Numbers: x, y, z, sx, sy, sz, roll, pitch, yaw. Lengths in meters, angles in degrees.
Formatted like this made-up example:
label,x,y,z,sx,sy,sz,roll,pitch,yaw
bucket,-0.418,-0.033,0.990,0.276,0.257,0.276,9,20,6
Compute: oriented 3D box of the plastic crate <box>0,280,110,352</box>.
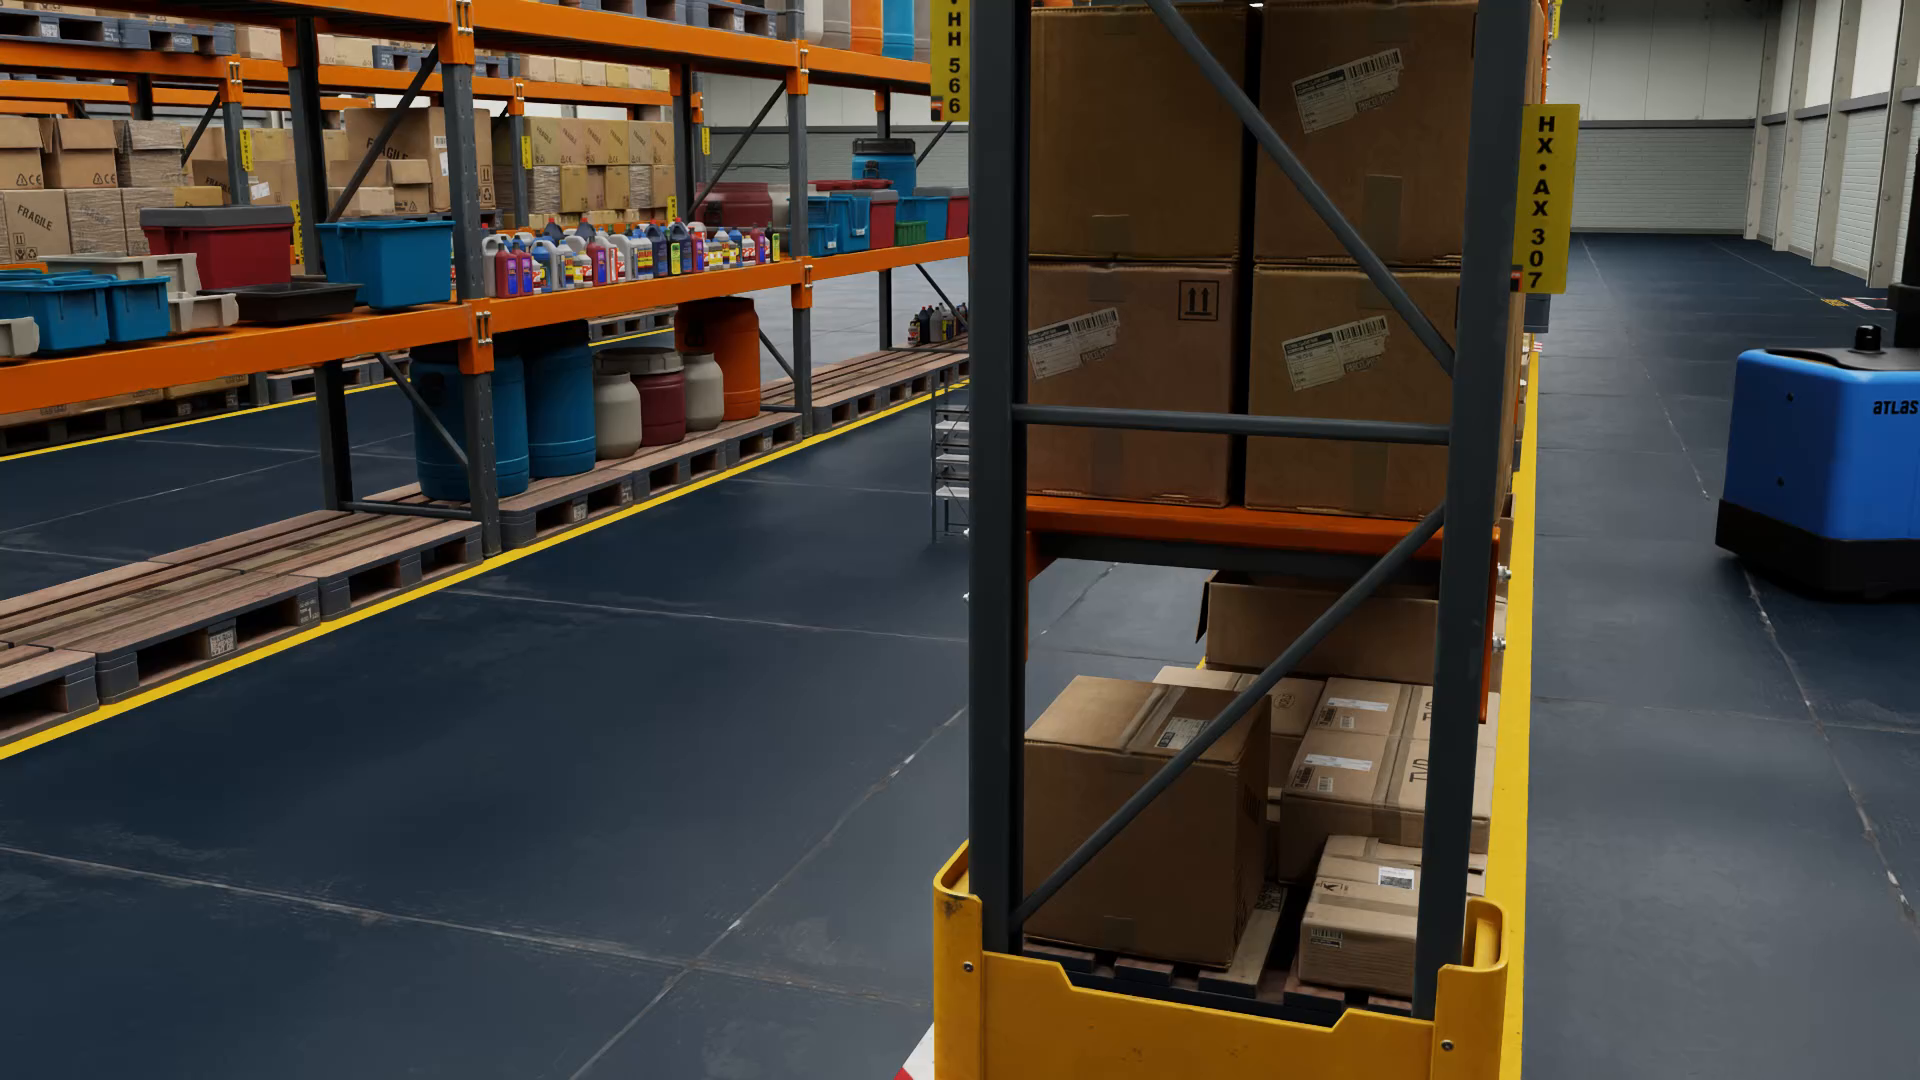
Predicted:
label,x,y,z,sx,sy,sz,roll,pitch,yaw
plastic crate,-3.359,-0.825,6.105,0.416,0.233,0.300,4,14,18

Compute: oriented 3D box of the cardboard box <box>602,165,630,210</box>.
label,x,y,z,sx,sy,sz,roll,pitch,yaw
cardboard box,-4.314,-4.057,19.130,0.875,0.500,0.500,4,14,18

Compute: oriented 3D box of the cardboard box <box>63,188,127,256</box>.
label,x,y,z,sx,sy,sz,roll,pitch,yaw
cardboard box,-6.531,-2.326,12.214,0.500,0.500,0.500,4,13,17

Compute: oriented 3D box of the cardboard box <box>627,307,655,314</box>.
label,x,y,z,sx,sy,sz,roll,pitch,yaw
cardboard box,-4.065,-3.025,20.175,0.500,0.500,0.500,9,15,33

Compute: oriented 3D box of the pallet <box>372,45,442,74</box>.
label,x,y,z,sx,sy,sz,roll,pitch,yaw
pallet,-5.613,-4.485,15.580,1.213,0.211,1.003,4,14,18

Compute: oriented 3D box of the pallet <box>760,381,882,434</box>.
label,x,y,z,sx,sy,sz,roll,pitch,yaw
pallet,-1.300,-1.058,13.147,1.003,0.211,1.213,4,14,18

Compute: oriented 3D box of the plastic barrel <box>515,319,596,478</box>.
label,x,y,z,sx,sy,sz,roll,pitch,yaw
plastic barrel,-2.461,-0.859,9.781,0.600,0.901,0.708,4,14,18

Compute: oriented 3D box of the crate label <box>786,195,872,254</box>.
label,x,y,z,sx,sy,sz,roll,pitch,yaw
crate label,-1.010,-2.464,12.962,0.502,0.435,0.616,4,14,18

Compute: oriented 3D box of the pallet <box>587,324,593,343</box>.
label,x,y,z,sx,sy,sz,roll,pitch,yaw
pallet,-4.796,-2.240,18.328,1.003,0.211,1.213,4,14,18

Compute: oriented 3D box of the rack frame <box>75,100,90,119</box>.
label,x,y,z,sx,sy,sz,roll,pitch,yaw
rack frame,-9.637,-3.834,19.044,0.949,2.616,0.053,4,14,18

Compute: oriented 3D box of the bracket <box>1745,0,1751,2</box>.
label,x,y,z,sx,sy,sz,roll,pitch,yaw
bracket,21.239,-14.626,44.758,0.235,0.232,0.430,4,14,18

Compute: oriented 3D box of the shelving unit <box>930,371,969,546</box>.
label,x,y,z,sx,sy,sz,roll,pitch,yaw
shelving unit,-0.003,-0.437,8.880,0.258,0.900,0.210,4,14,18

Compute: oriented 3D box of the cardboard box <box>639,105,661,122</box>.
label,x,y,z,sx,sy,sz,roll,pitch,yaw
cardboard box,-3.950,-5.600,20.939,0.394,0.787,0.020,4,13,16

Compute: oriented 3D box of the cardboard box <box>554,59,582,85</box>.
label,x,y,z,sx,sy,sz,roll,pitch,yaw
cardboard box,-4.426,-5.033,17.894,0.500,0.250,0.500,4,14,18

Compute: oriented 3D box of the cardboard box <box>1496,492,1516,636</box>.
label,x,y,z,sx,sy,sz,roll,pitch,yaw
cardboard box,1.888,0.087,6.493,0.500,0.500,0.500,4,14,18

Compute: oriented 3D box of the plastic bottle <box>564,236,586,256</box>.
label,x,y,z,sx,sy,sz,roll,pitch,yaw
plastic bottle,-2.216,-1.630,9.667,0.152,0.276,0.135,4,14,18

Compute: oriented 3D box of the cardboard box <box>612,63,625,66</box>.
label,x,y,z,sx,sy,sz,roll,pitch,yaw
cardboard box,-4.041,-5.473,18.925,0.380,0.149,0.250,4,13,16

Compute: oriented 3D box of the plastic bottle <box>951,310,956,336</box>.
label,x,y,z,sx,sy,sz,roll,pitch,yaw
plastic bottle,-0.086,-2.252,17.229,0.061,0.283,0.133,4,14,18

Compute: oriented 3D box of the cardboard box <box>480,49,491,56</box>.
label,x,y,z,sx,sy,sz,roll,pitch,yaw
cardboard box,-5.148,-5.128,17.416,0.380,0.149,0.250,5,14,20

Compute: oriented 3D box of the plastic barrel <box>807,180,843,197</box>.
label,x,y,z,sx,sy,sz,roll,pitch,yaw
plastic barrel,-1.188,-2.734,13.920,0.433,0.535,0.433,0,13,0

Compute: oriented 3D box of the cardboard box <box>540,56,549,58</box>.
label,x,y,z,sx,sy,sz,roll,pitch,yaw
cardboard box,-4.562,-5.146,17.495,0.380,0.149,0.250,4,13,16

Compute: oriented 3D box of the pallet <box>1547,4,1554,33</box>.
label,x,y,z,sx,sy,sz,roll,pitch,yaw
pallet,3.233,-3.419,10.910,1.213,0.211,1.003,5,14,21

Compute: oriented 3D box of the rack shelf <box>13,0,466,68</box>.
label,x,y,z,sx,sy,sz,roll,pitch,yaw
rack shelf,-3.529,-2.105,6.346,1.077,0.370,4.000,4,14,18

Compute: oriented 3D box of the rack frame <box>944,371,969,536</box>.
label,x,y,z,sx,sy,sz,roll,pitch,yaw
rack frame,0.030,-0.458,8.974,0.240,0.900,0.006,4,14,18

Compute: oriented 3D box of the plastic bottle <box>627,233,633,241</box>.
label,x,y,z,sx,sy,sz,roll,pitch,yaw
plastic bottle,-2.007,-1.739,10.157,0.098,0.271,0.098,0,13,0

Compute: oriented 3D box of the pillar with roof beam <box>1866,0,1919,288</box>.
label,x,y,z,sx,sy,sz,roll,pitch,yaw
pillar with roof beam,10.776,-8.780,27.231,9.100,9.000,0.400,4,14,18

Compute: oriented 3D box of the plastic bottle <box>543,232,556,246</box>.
label,x,y,z,sx,sy,sz,roll,pitch,yaw
plastic bottle,-2.548,-1.768,10.284,0.097,0.271,0.097,0,13,0

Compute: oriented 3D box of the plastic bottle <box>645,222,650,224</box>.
label,x,y,z,sx,sy,sz,roll,pitch,yaw
plastic bottle,-2.183,-2.066,11.561,0.061,0.283,0.133,4,14,18

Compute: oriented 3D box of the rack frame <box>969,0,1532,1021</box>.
label,x,y,z,sx,sy,sz,roll,pitch,yaw
rack frame,0.509,-0.215,3.189,1.000,3.000,0.127,4,14,18

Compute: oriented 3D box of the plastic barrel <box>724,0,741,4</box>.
label,x,y,z,sx,sy,sz,roll,pitch,yaw
plastic barrel,-1.774,-4.014,11.183,0.600,0.830,0.708,4,14,18

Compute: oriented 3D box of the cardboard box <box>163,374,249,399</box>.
label,x,y,z,sx,sy,sz,roll,pitch,yaw
cardboard box,-6.517,-1.638,13.256,1.225,0.875,0.875,4,13,16

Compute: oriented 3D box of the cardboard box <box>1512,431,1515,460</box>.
label,x,y,z,sx,sy,sz,roll,pitch,yaw
cardboard box,3.017,-0.681,9.861,0.500,0.500,0.500,5,14,21

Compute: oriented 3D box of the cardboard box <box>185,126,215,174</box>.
label,x,y,z,sx,sy,sz,roll,pitch,yaw
cardboard box,-9.421,-4.633,19.781,0.875,0.550,0.550,4,14,18

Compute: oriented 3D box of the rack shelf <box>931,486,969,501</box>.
label,x,y,z,sx,sy,sz,roll,pitch,yaw
rack shelf,-0.003,-0.229,8.928,0.258,0.077,0.200,4,14,18

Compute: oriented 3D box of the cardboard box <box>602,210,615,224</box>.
label,x,y,z,sx,sy,sz,roll,pitch,yaw
cardboard box,-4.153,-3.673,18.906,0.380,0.149,0.250,4,14,18

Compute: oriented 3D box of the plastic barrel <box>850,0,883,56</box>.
label,x,y,z,sx,sy,sz,roll,pitch,yaw
plastic barrel,-0.905,-4.224,13.045,0.600,0.830,0.708,4,14,18

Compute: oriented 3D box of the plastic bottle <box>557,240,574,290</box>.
label,x,y,z,sx,sy,sz,roll,pitch,yaw
plastic bottle,-2.190,-1.521,9.202,0.097,0.271,0.097,0,13,0

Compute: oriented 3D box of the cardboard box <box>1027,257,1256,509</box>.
label,x,y,z,sx,sy,sz,roll,pitch,yaw
cardboard box,0.397,-0.378,3.676,0.500,0.500,0.500,5,14,20

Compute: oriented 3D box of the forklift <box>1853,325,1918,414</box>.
label,x,y,z,sx,sy,sz,roll,pitch,yaw
forklift,6.213,-1.414,8.594,4.706,2.935,2.309,-1,13,-5

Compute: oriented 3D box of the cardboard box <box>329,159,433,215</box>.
label,x,y,z,sx,sy,sz,roll,pitch,yaw
cardboard box,-5.454,-3.339,15.700,0.797,0.503,0.637,6,14,24

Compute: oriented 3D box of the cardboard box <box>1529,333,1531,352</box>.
label,x,y,z,sx,sy,sz,roll,pitch,yaw
cardboard box,4.370,-1.663,13.509,0.500,0.311,0.500,5,14,20

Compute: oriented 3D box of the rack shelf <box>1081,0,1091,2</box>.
label,x,y,z,sx,sy,sz,roll,pitch,yaw
rack shelf,0.354,-5.899,17.126,1.077,0.370,4.000,4,14,18

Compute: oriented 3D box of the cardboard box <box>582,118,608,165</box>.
label,x,y,z,sx,sy,sz,roll,pitch,yaw
cardboard box,-4.271,-4.424,18.489,0.500,0.500,0.500,4,14,18

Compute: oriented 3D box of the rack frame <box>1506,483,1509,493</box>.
label,x,y,z,sx,sy,sz,roll,pitch,yaw
rack frame,1.804,-1.057,6.879,1.000,3.000,0.127,4,14,18

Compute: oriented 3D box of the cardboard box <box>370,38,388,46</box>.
label,x,y,z,sx,sy,sz,roll,pitch,yaw
cardboard box,-5.492,-4.607,15.271,0.380,0.166,0.250,4,13,17

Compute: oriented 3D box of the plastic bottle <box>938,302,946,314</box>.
label,x,y,z,sx,sy,sz,roll,pitch,yaw
plastic bottle,-0.191,-2.287,17.230,0.144,0.351,0.185,4,14,18

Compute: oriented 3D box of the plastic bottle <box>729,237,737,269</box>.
label,x,y,z,sx,sy,sz,roll,pitch,yaw
plastic bottle,-1.539,-1.911,11.066,0.097,0.201,0.097,0,13,0

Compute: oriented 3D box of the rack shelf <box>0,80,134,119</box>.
label,x,y,z,sx,sy,sz,roll,pitch,yaw
rack shelf,-10.288,-4.525,16.946,1.077,0.370,4.000,4,14,18

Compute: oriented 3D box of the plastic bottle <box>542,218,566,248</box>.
label,x,y,z,sx,sy,sz,roll,pitch,yaw
plastic bottle,-2.538,-1.840,10.417,0.144,0.351,0.185,4,14,18

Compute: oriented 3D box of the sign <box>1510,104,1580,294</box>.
label,x,y,z,sx,sy,sz,roll,pitch,yaw
sign,1.023,-0.598,2.921,0.100,0.325,0.005,4,14,18

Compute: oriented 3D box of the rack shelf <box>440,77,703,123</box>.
label,x,y,z,sx,sy,sz,roll,pitch,yaw
rack shelf,-4.333,-4.988,18.978,1.077,0.370,4.000,4,14,18

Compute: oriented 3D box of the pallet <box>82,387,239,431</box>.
label,x,y,z,sx,sy,sz,roll,pitch,yaw
pallet,-6.601,-1.093,13.304,1.003,0.211,1.213,4,14,18

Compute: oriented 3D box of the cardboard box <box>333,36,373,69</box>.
label,x,y,z,sx,sy,sz,roll,pitch,yaw
cardboard box,-5.558,-4.300,14.684,0.500,0.250,0.500,5,14,20
